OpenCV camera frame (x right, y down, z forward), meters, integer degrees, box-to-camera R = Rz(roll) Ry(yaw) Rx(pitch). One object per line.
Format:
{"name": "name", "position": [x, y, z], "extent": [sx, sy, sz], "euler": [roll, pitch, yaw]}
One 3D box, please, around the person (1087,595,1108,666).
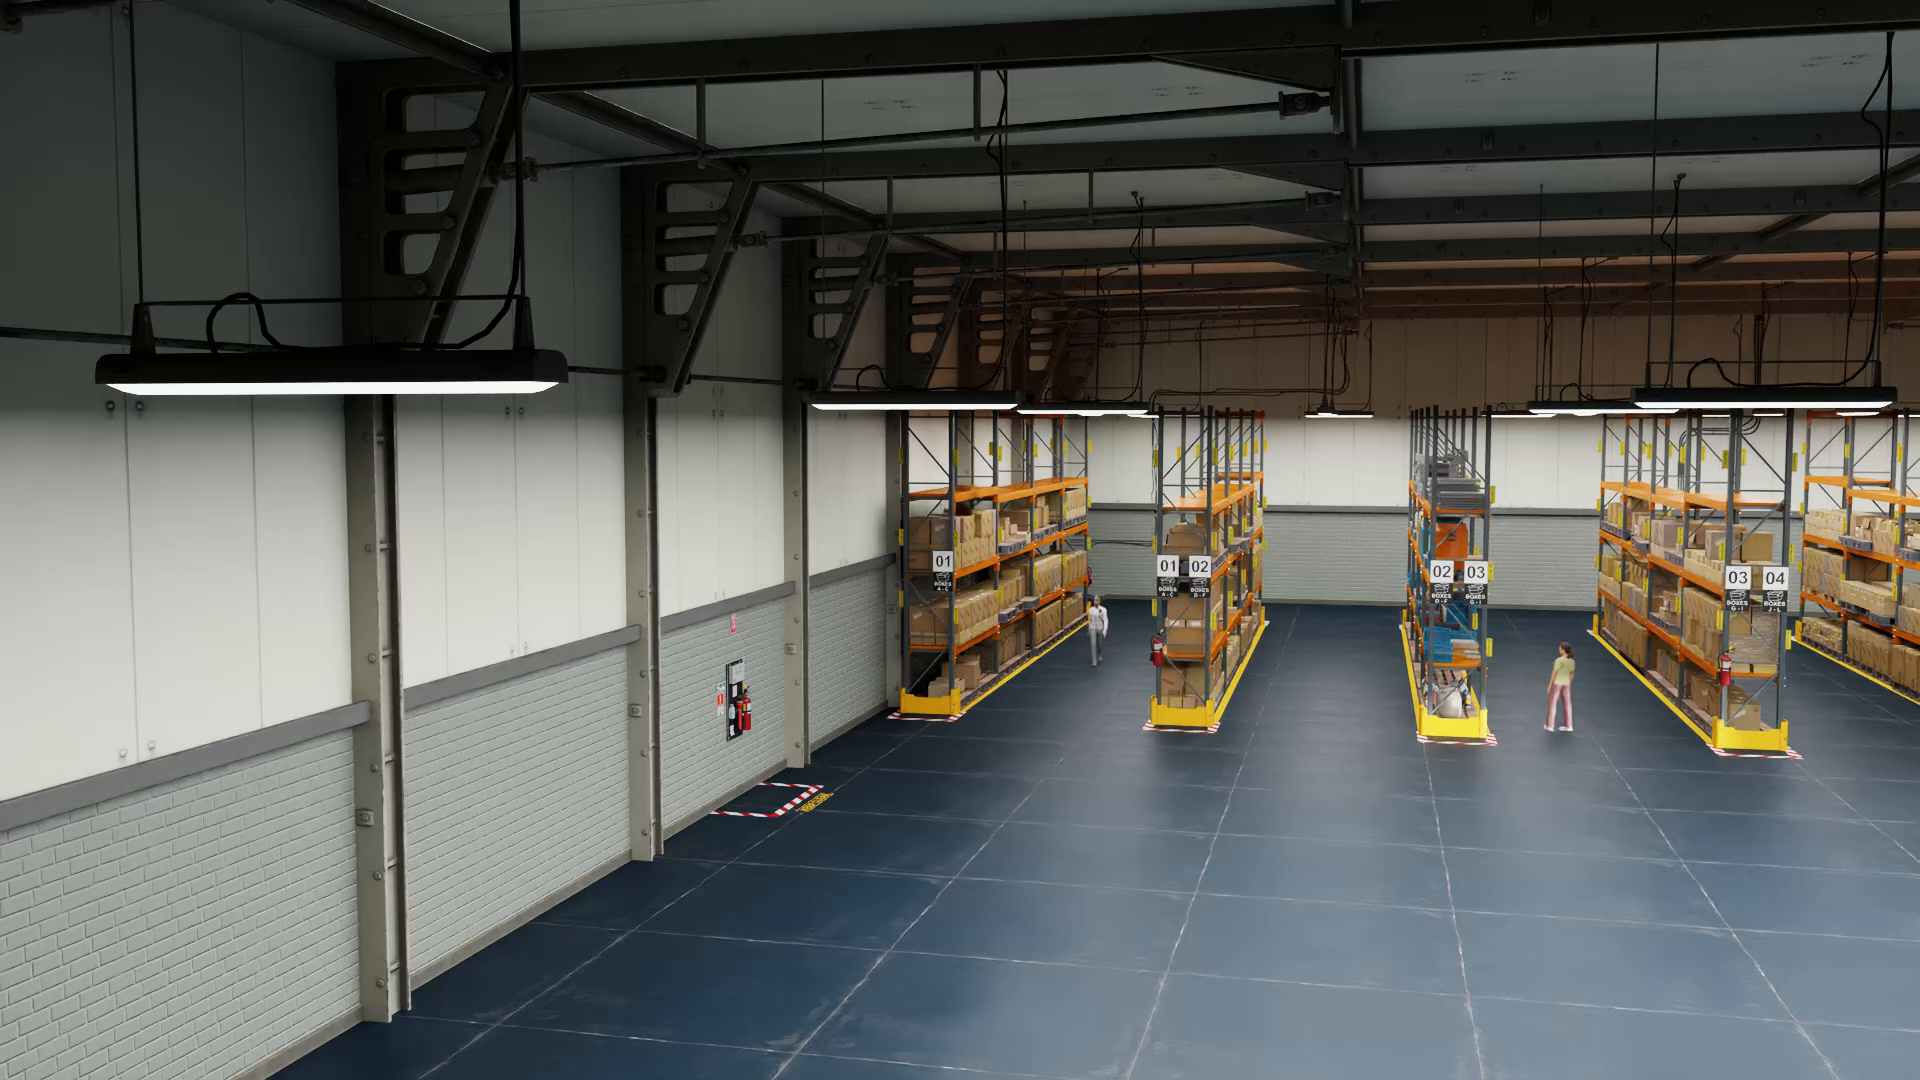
{"name": "person", "position": [3.227, 2.096, 38.988], "extent": [0.489, 1.646, 0.933], "euler": [0, 4, 2]}

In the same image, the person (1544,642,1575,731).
{"name": "person", "position": [11.055, 2.714, 30.624], "extent": [0.499, 1.635, 0.488], "euler": [0, 4, -1]}
